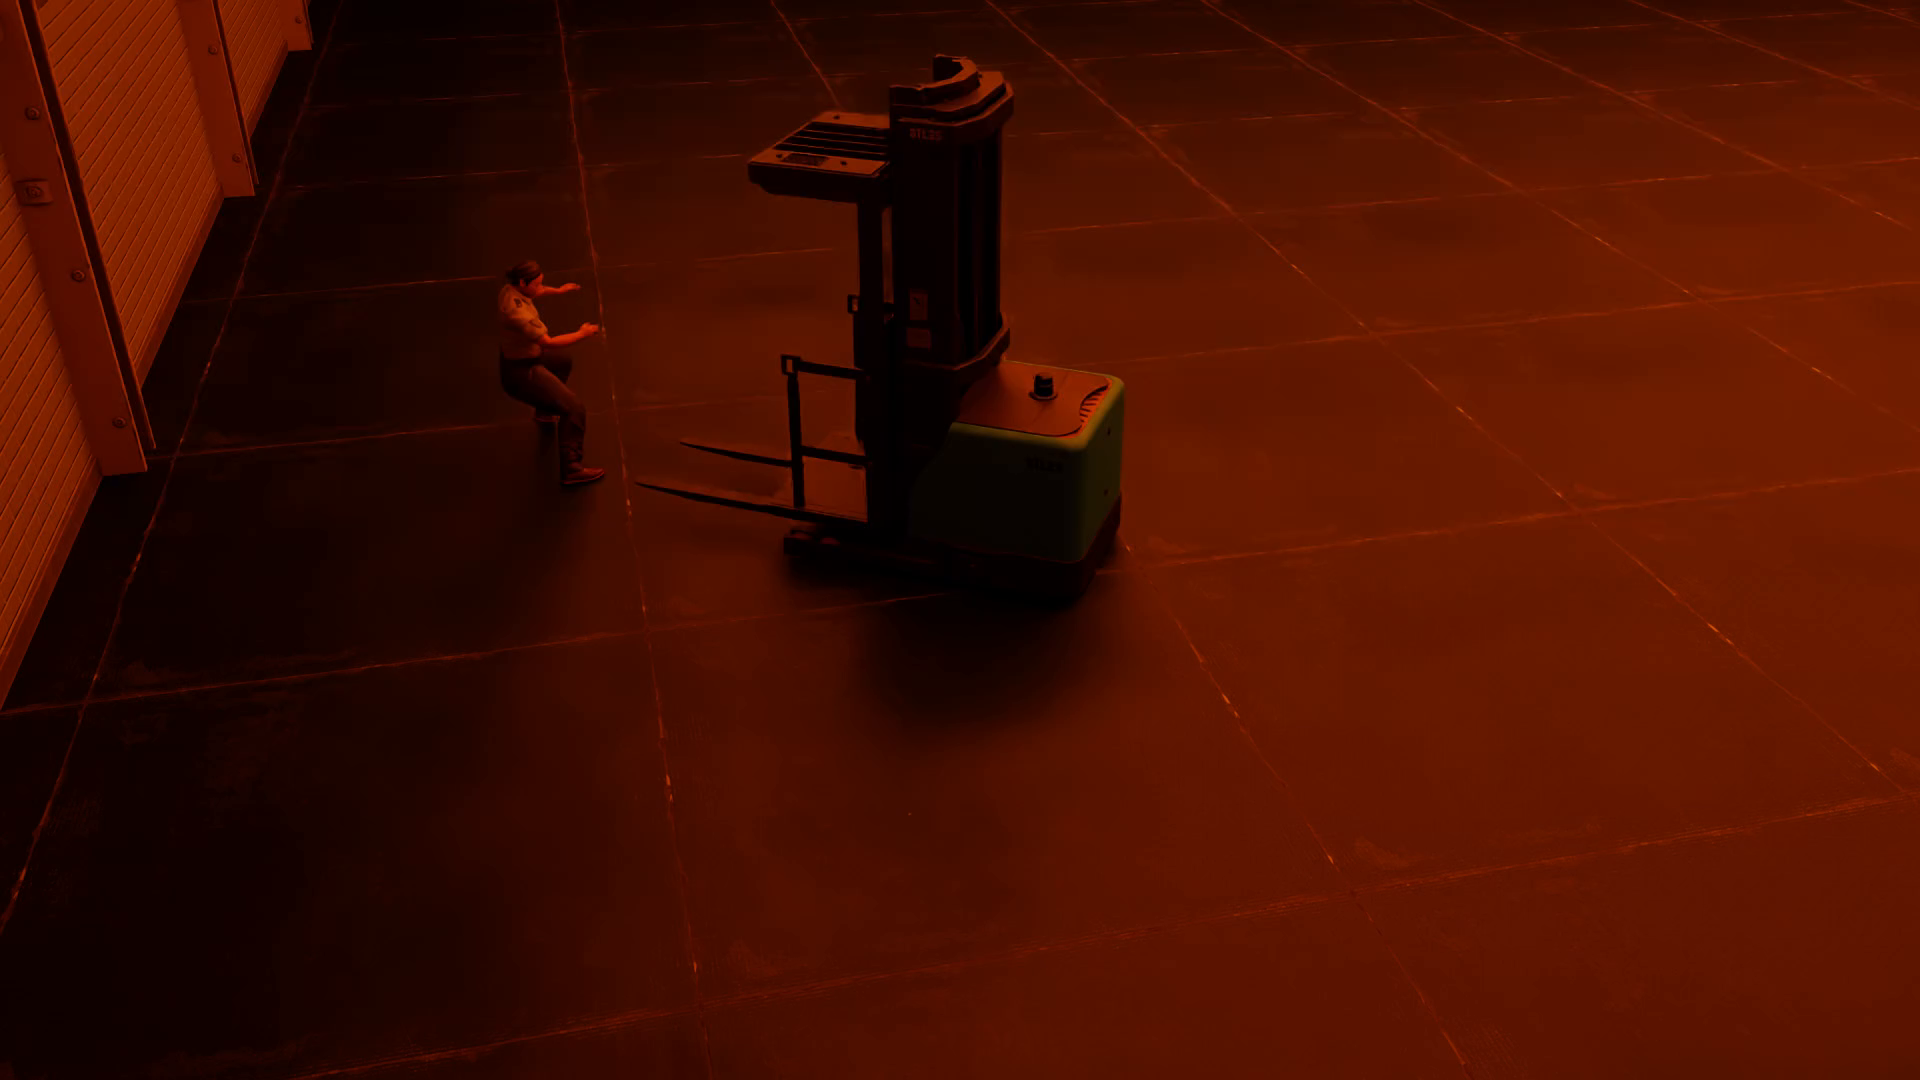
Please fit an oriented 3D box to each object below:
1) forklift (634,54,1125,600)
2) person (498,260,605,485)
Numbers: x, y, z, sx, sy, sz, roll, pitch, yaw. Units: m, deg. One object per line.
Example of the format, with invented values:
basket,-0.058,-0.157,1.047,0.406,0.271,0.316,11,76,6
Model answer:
forklift,-0.563,-1.353,9.912,3.031,2.935,1.130,10,32,17
person,-2.760,-1.233,11.208,0.675,1.425,1.084,-7,31,-13
